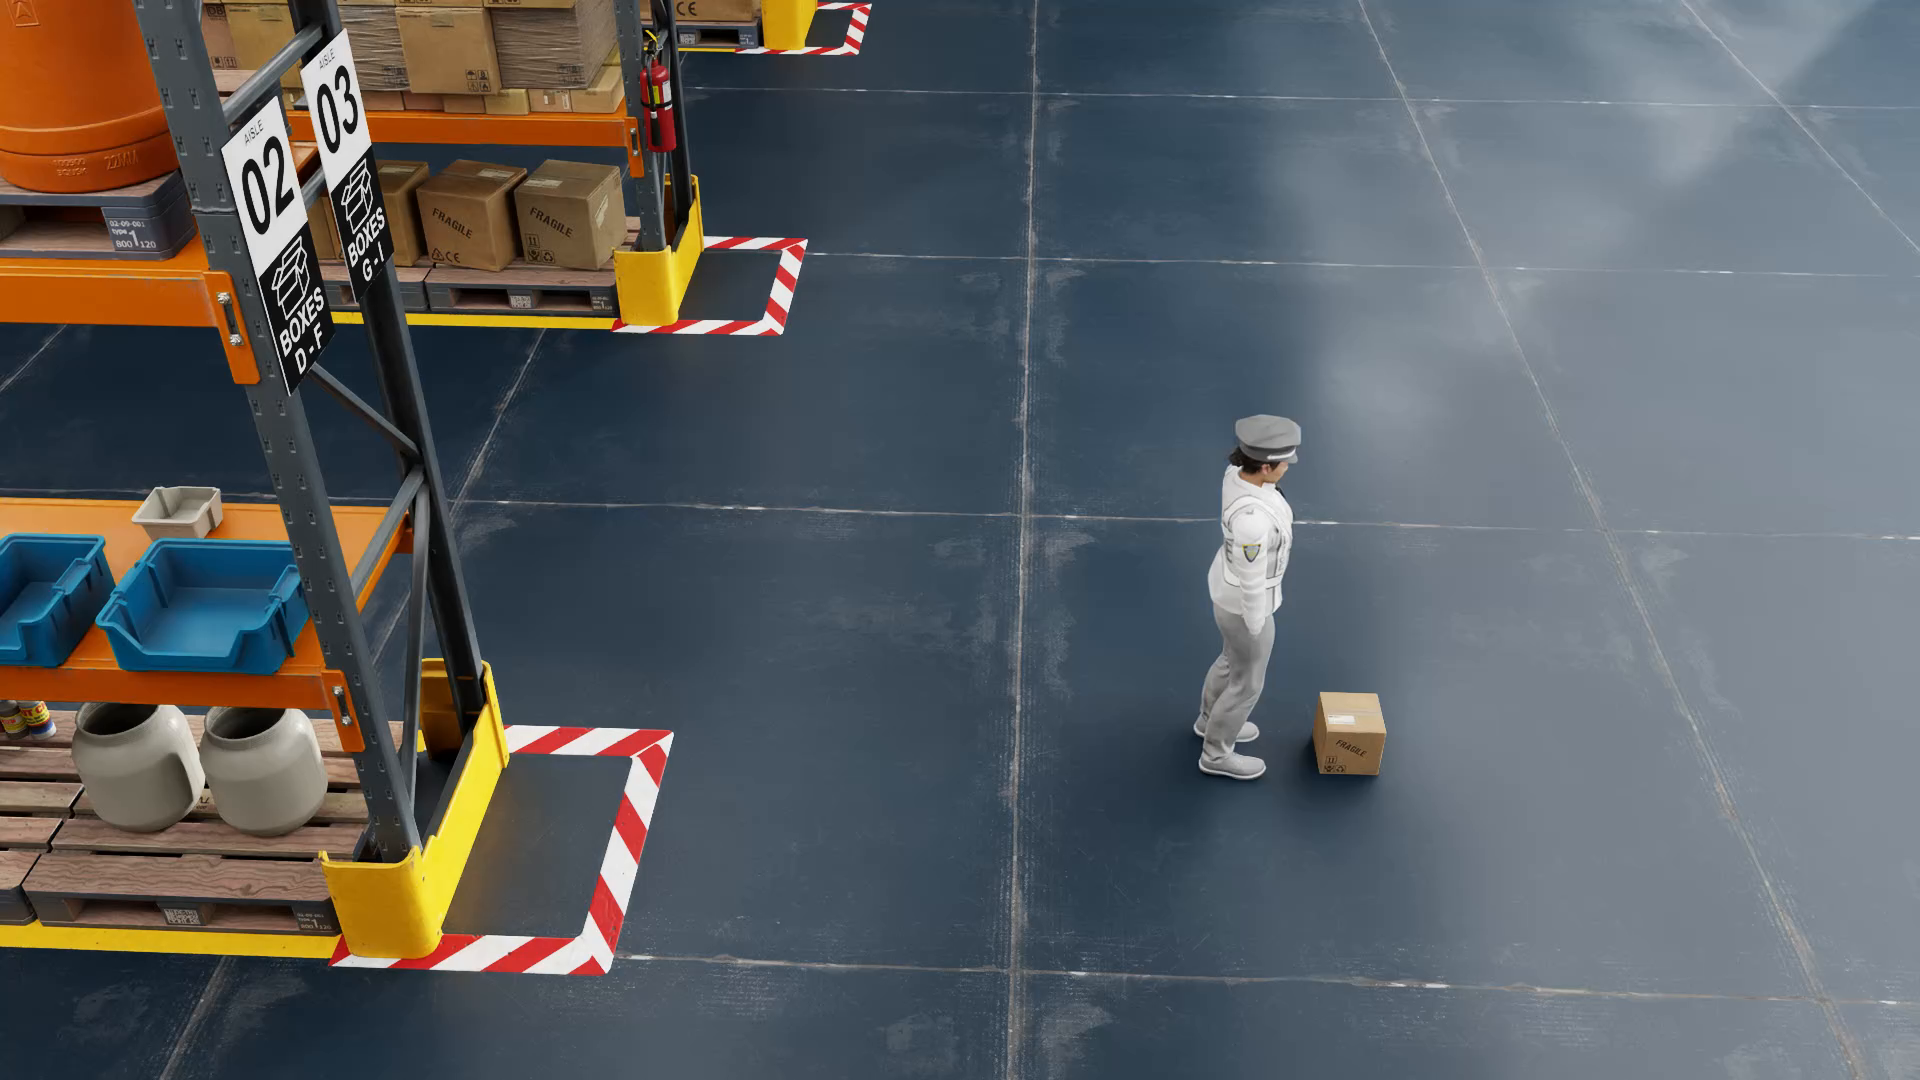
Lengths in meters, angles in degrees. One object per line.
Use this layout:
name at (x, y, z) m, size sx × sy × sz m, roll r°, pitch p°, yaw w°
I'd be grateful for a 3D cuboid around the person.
person at (1.172, 0.238, 6.794) m, size 0.327 × 1.665 × 0.471 m, roll 2°, pitch 36°, yaw 3°
